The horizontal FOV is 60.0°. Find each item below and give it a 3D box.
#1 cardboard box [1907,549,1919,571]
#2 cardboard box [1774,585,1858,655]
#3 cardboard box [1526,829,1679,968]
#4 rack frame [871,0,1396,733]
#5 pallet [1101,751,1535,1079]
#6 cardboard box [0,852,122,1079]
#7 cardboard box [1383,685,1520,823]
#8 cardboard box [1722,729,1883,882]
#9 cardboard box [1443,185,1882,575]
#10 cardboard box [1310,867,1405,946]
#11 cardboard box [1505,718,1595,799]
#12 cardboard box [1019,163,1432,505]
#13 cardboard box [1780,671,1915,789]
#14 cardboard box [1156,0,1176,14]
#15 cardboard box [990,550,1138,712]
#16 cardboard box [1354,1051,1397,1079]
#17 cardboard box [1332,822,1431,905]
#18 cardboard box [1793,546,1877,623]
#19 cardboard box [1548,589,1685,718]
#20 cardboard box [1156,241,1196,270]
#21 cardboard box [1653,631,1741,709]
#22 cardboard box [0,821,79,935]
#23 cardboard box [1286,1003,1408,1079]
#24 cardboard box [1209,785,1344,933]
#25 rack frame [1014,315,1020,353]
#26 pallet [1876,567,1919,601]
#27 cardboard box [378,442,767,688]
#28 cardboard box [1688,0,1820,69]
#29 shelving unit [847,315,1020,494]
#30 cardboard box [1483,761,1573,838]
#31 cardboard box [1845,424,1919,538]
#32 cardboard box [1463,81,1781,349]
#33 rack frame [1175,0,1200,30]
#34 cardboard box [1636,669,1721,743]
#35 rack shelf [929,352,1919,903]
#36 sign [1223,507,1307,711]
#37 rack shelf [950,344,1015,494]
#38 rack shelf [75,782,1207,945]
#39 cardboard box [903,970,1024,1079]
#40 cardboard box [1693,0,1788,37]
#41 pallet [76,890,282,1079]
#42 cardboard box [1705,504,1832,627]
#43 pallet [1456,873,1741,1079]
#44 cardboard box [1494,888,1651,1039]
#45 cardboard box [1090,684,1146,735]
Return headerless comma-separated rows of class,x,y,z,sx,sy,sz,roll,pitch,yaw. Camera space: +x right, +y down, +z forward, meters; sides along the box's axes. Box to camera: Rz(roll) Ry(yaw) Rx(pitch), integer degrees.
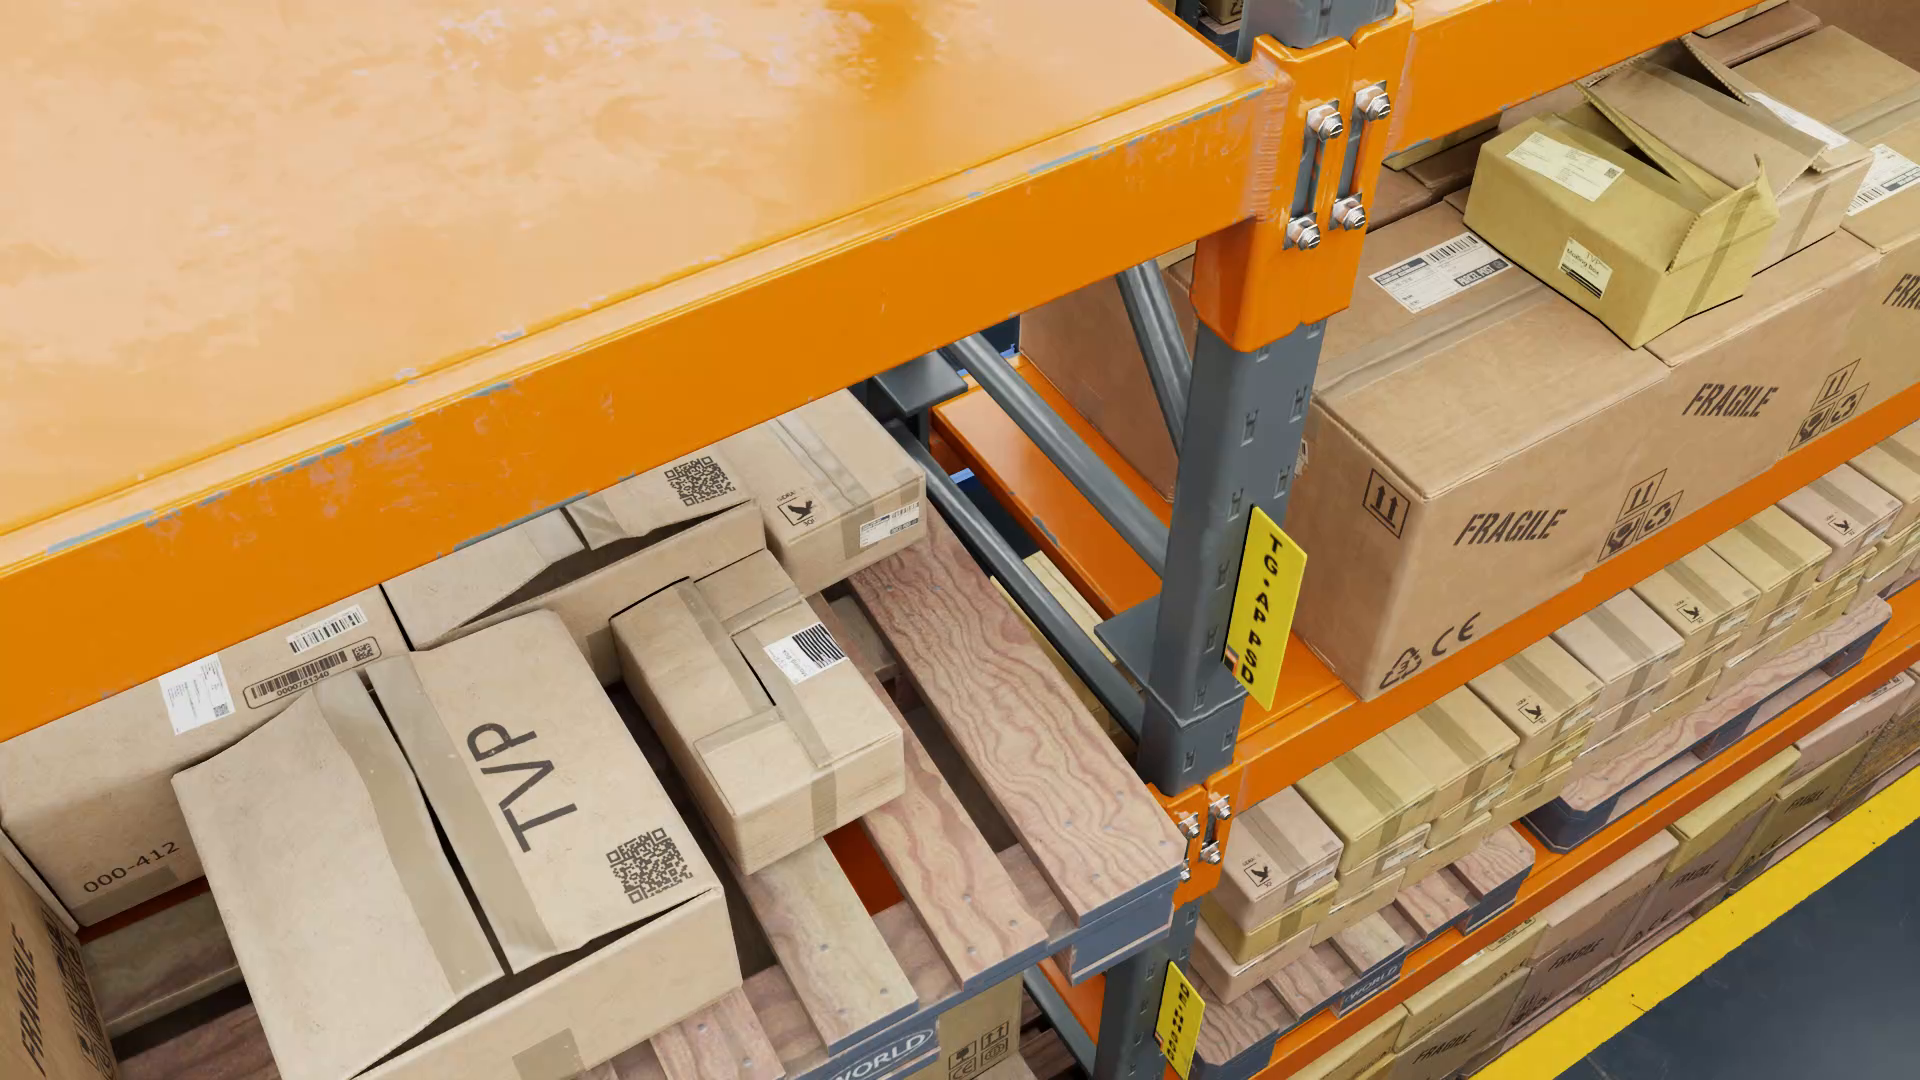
cardboard box,2.619,-0.126,4.686,0.250,0.149,0.380,-28,54,-23
cardboard box,2.162,0.093,4.491,0.250,0.149,0.380,-23,52,-19
cardboard box,1.676,0.868,4.804,0.500,0.250,0.500,-25,53,-21
rack frame,0.110,-1.057,1.610,0.127,3.000,1.000,-25,53,-21
pallet,0.655,0.651,4.235,1.003,0.211,1.213,-25,53,-21
cardboard box,-1.211,0.604,1.725,0.500,0.500,0.500,-25,53,-21
cardboard box,1.039,0.419,3.802,0.250,0.149,0.380,-25,53,-21
cardboard box,2.567,0.695,5.461,0.500,0.500,0.500,-26,53,-22
cardboard box,1.154,-0.355,2.928,0.500,0.500,0.500,-25,53,-21
cardboard box,0.823,0.725,3.928,0.250,0.149,0.380,-23,52,-19
cardboard box,1.291,0.399,4.019,0.250,0.149,0.380,-25,53,-21
cardboard box,0.457,-0.480,3.039,0.500,0.500,0.500,-25,53,-21
cardboard box,2.556,0.440,5.185,0.500,0.250,0.500,-23,52,-19
cardboard box,0.401,-2.994,8.494,0.875,0.875,1.225,-25,53,-21
cardboard box,0.279,0.200,3.997,0.250,0.149,0.380,-27,54,-22
cardboard box,0.844,1.509,4.735,0.500,0.500,0.500,-27,54,-22
cardboard box,0.854,0.608,3.833,0.250,0.149,0.380,-23,52,-19
cardboard box,2.148,0.001,4.374,0.250,0.149,0.380,-25,53,-21
cardboard box,1.492,0.205,3.993,0.250,0.149,0.380,-23,52,-19
cardboard box,0.313,-0.672,2.697,0.258,0.266,0.396,-25,53,-21
cardboard box,1.714,0.204,4.193,0.250,0.149,0.380,-26,53,-21
cardboard box,-1.478,0.352,2.077,0.500,0.311,0.500,-26,53,-21
cardboard box,0.822,1.259,4.456,0.500,0.250,0.500,-27,54,-22
cardboard box,0.607,0.621,3.622,0.250,0.149,0.380,-25,53,-21
rack frame,0.358,-0.667,6.285,0.032,1.500,0.500,-25,53,-21
pallet,2.768,-0.379,5.153,1.213,0.211,1.003,-25,53,-21
cardboard box,-0.620,-0.053,2.437,0.500,0.311,0.500,-25,53,-21
cardboard box,1.298,-0.884,3.399,0.500,0.500,0.500,-25,53,-21
shelving unit,-0.072,-0.465,6.105,1.048,1.500,0.538,-25,53,-21
cardboard box,1.278,0.509,4.121,0.250,0.149,0.380,-23,52,-19
cardboard box,2.379,-0.216,4.368,0.250,0.149,0.380,-27,54,-22
cardboard box,1.035,-0.539,2.579,0.258,0.266,0.396,-25,53,-21
rack frame,0.931,-3.828,8.096,0.127,3.000,1.000,-25,53,-21
cardboard box,1.716,0.302,4.305,0.250,0.149,0.380,-25,53,-20
rack shelf,1.801,-0.617,3.709,4.000,0.370,1.077,-25,53,-21
sign,0.399,0.097,2.193,0.005,0.325,0.100,-25,53,-21
rack shelf,-0.072,-0.345,6.239,1.000,0.185,0.538,-25,53,-21
rack shelf,-1.582,0.977,2.290,4.000,0.370,1.077,-25,53,-21
cardboard box,-0.275,0.745,3.286,0.500,0.500,0.700,-25,53,-21
cardboard box,1.390,-1.198,3.165,0.258,0.266,0.396,-25,53,-21
pallet,-1.351,0.741,2.144,1.213,0.211,1.003,-23,52,-19
cardboard box,1.927,0.001,4.174,0.250,0.149,0.380,-26,53,-21
pallet,1.802,1.072,5.599,1.213,0.211,1.003,-25,53,-21
cardboard box,1.699,1.100,5.100,0.500,0.500,0.500,-26,53,-22
cardboard box,0.284,0.299,4.108,0.250,0.149,0.380,-24,53,-20
